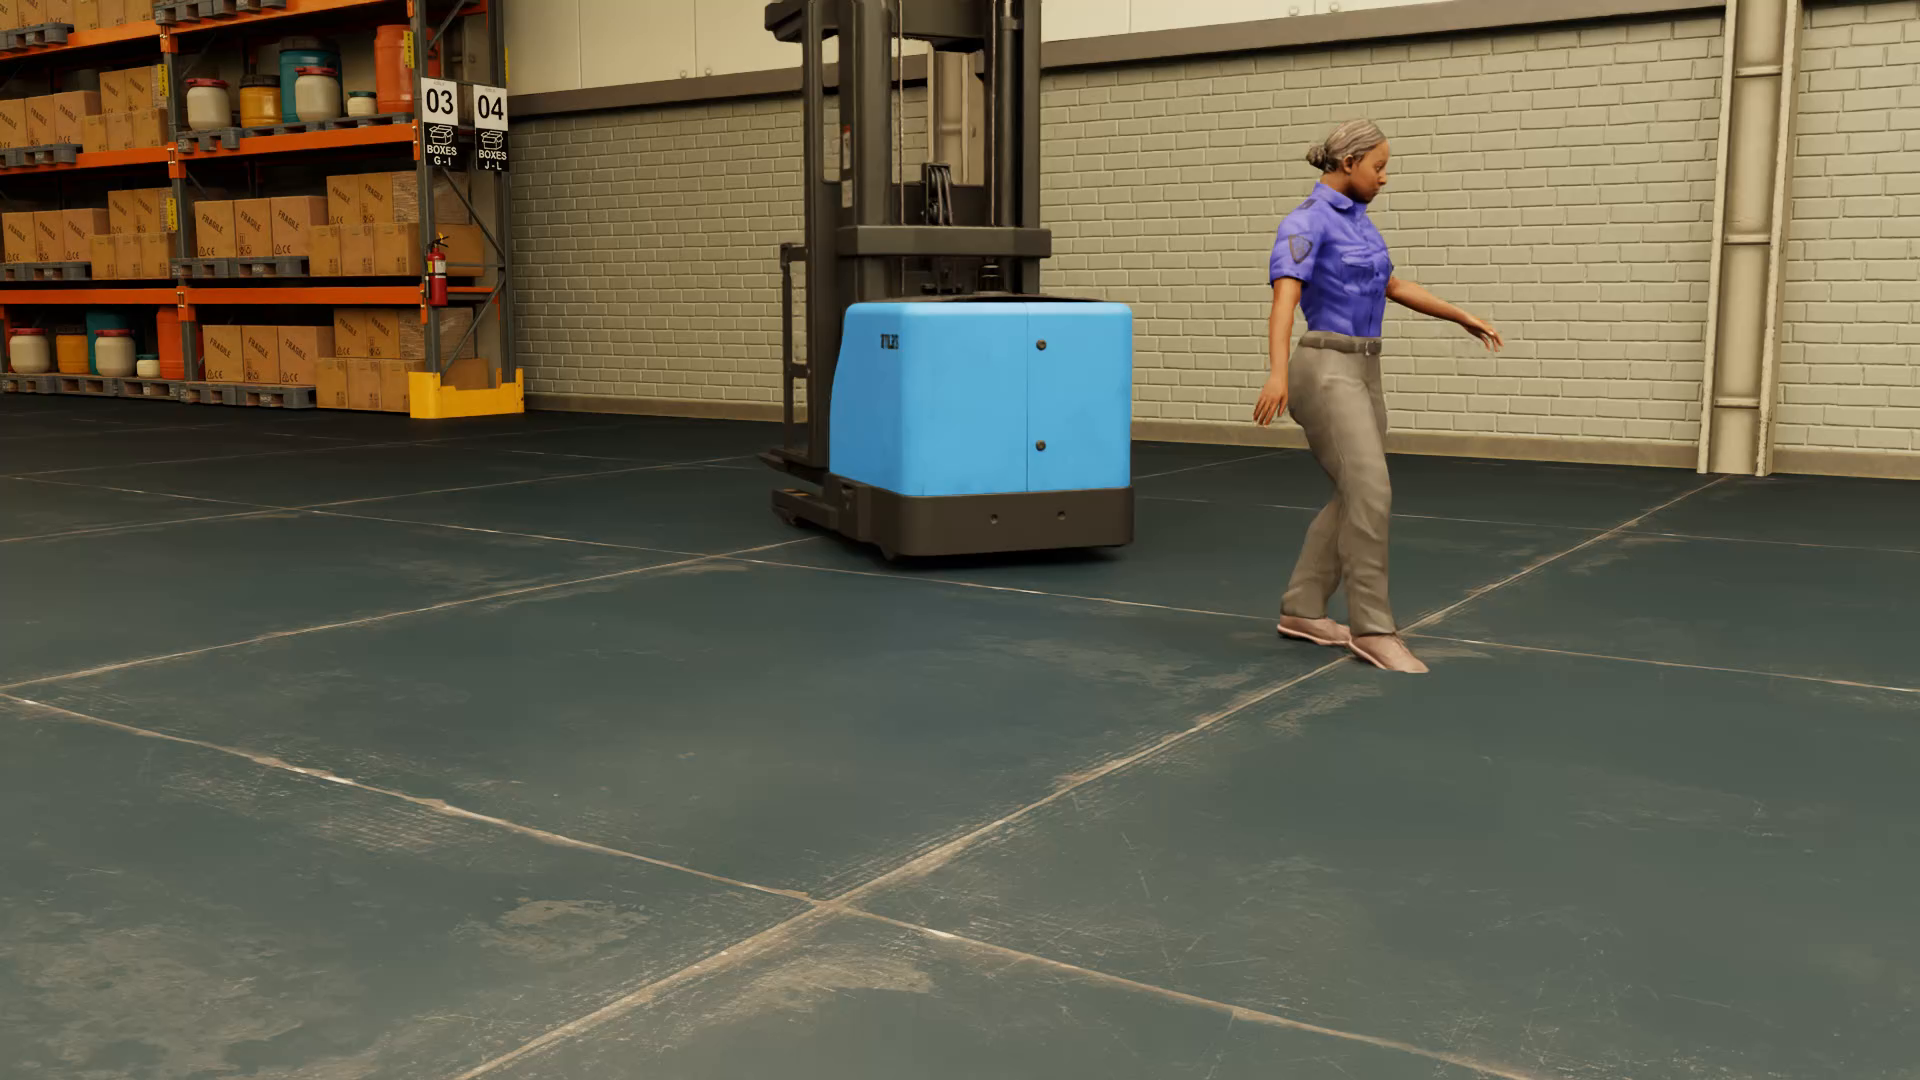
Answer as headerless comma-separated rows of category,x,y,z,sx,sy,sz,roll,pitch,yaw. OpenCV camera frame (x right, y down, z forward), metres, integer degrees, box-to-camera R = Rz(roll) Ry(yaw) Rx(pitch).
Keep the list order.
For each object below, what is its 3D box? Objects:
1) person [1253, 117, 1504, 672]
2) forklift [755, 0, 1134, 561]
person,1.224,-0.434,5.053,0.614,1.676,0.915,6,10,38
forklift,-0.286,-1.535,7.988,1.130,2.935,3.031,-3,9,-22
